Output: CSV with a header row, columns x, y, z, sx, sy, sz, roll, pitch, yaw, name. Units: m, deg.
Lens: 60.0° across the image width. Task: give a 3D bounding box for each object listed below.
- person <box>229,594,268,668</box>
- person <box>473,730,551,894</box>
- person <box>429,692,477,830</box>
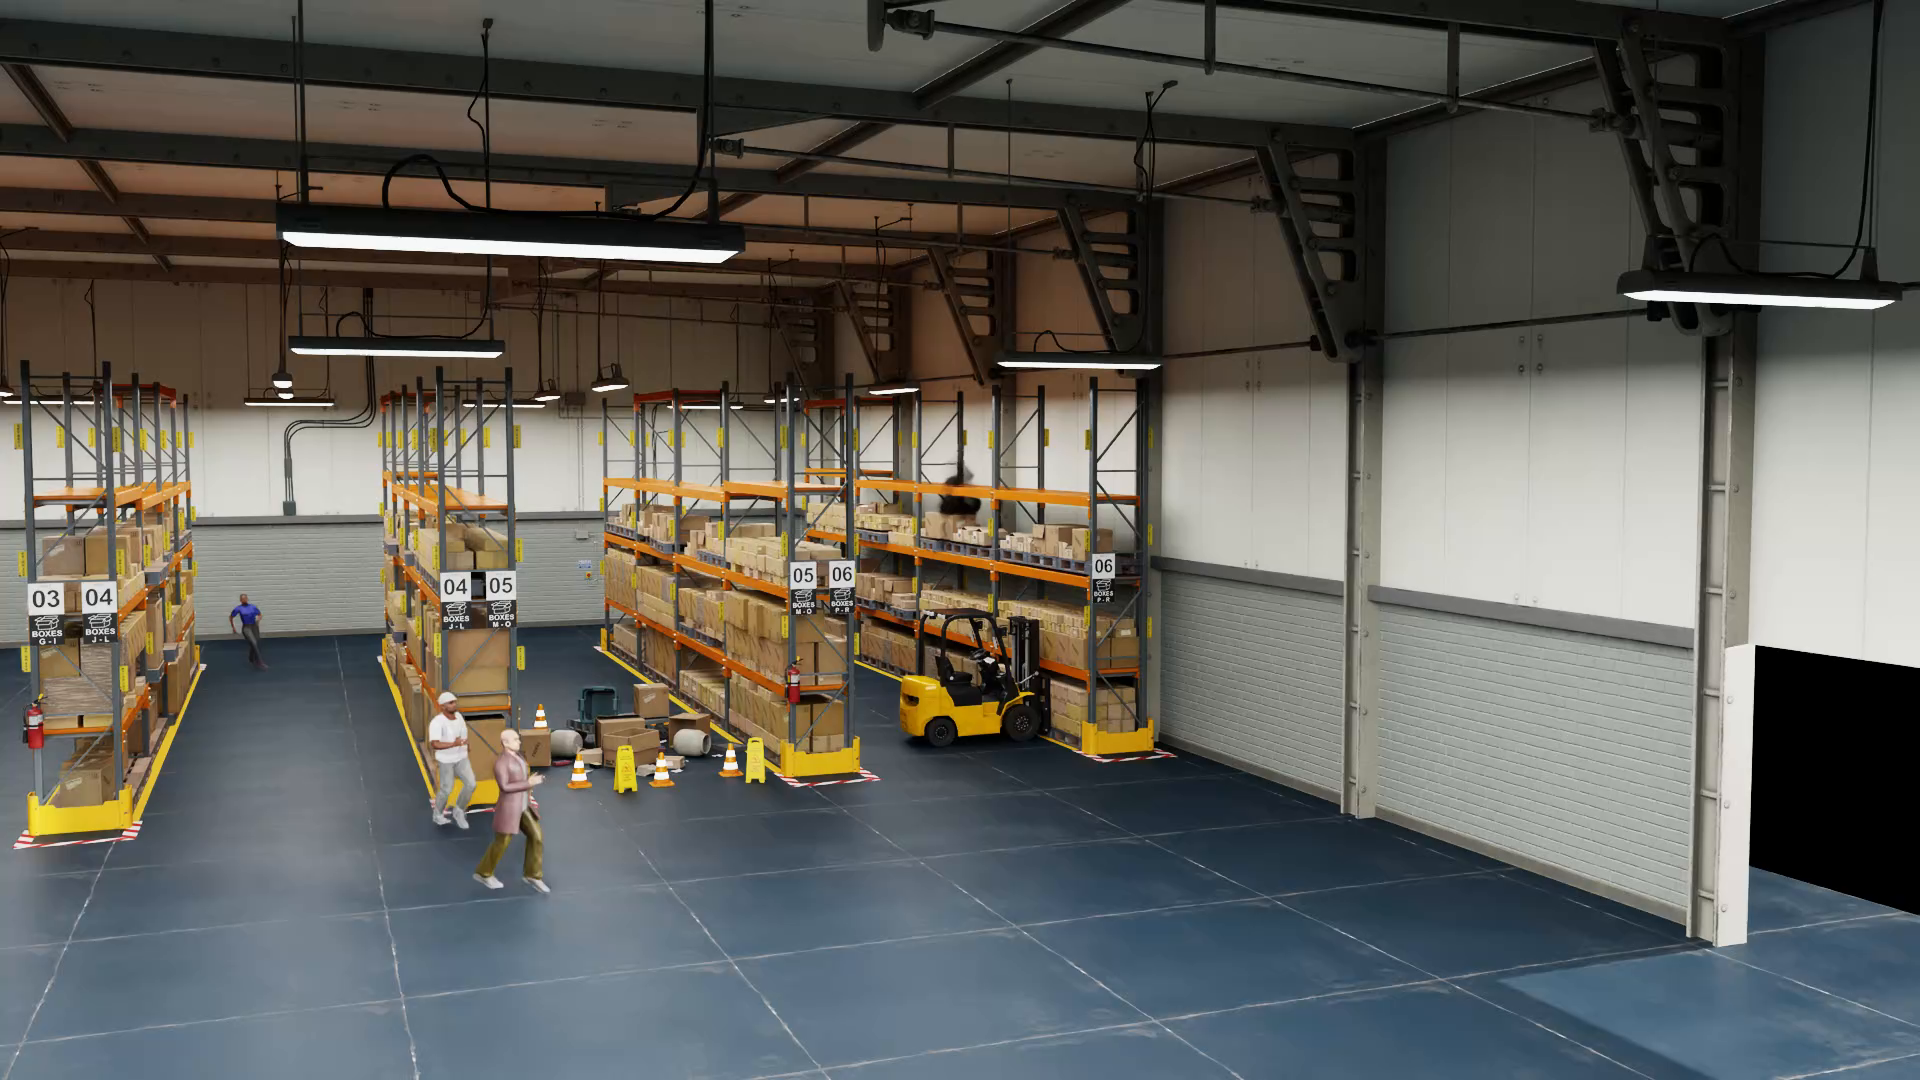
x,y,z,sx,sy,sz,roll,pitch,yaw,name
-15.535,1.982,36.411,0.908,1.607,0.622,3,4,37,person
-4.960,3.006,18.345,0.865,1.846,0.674,1,4,14,person
-6.508,2.842,21.337,0.707,1.795,0.676,2,4,35,person
